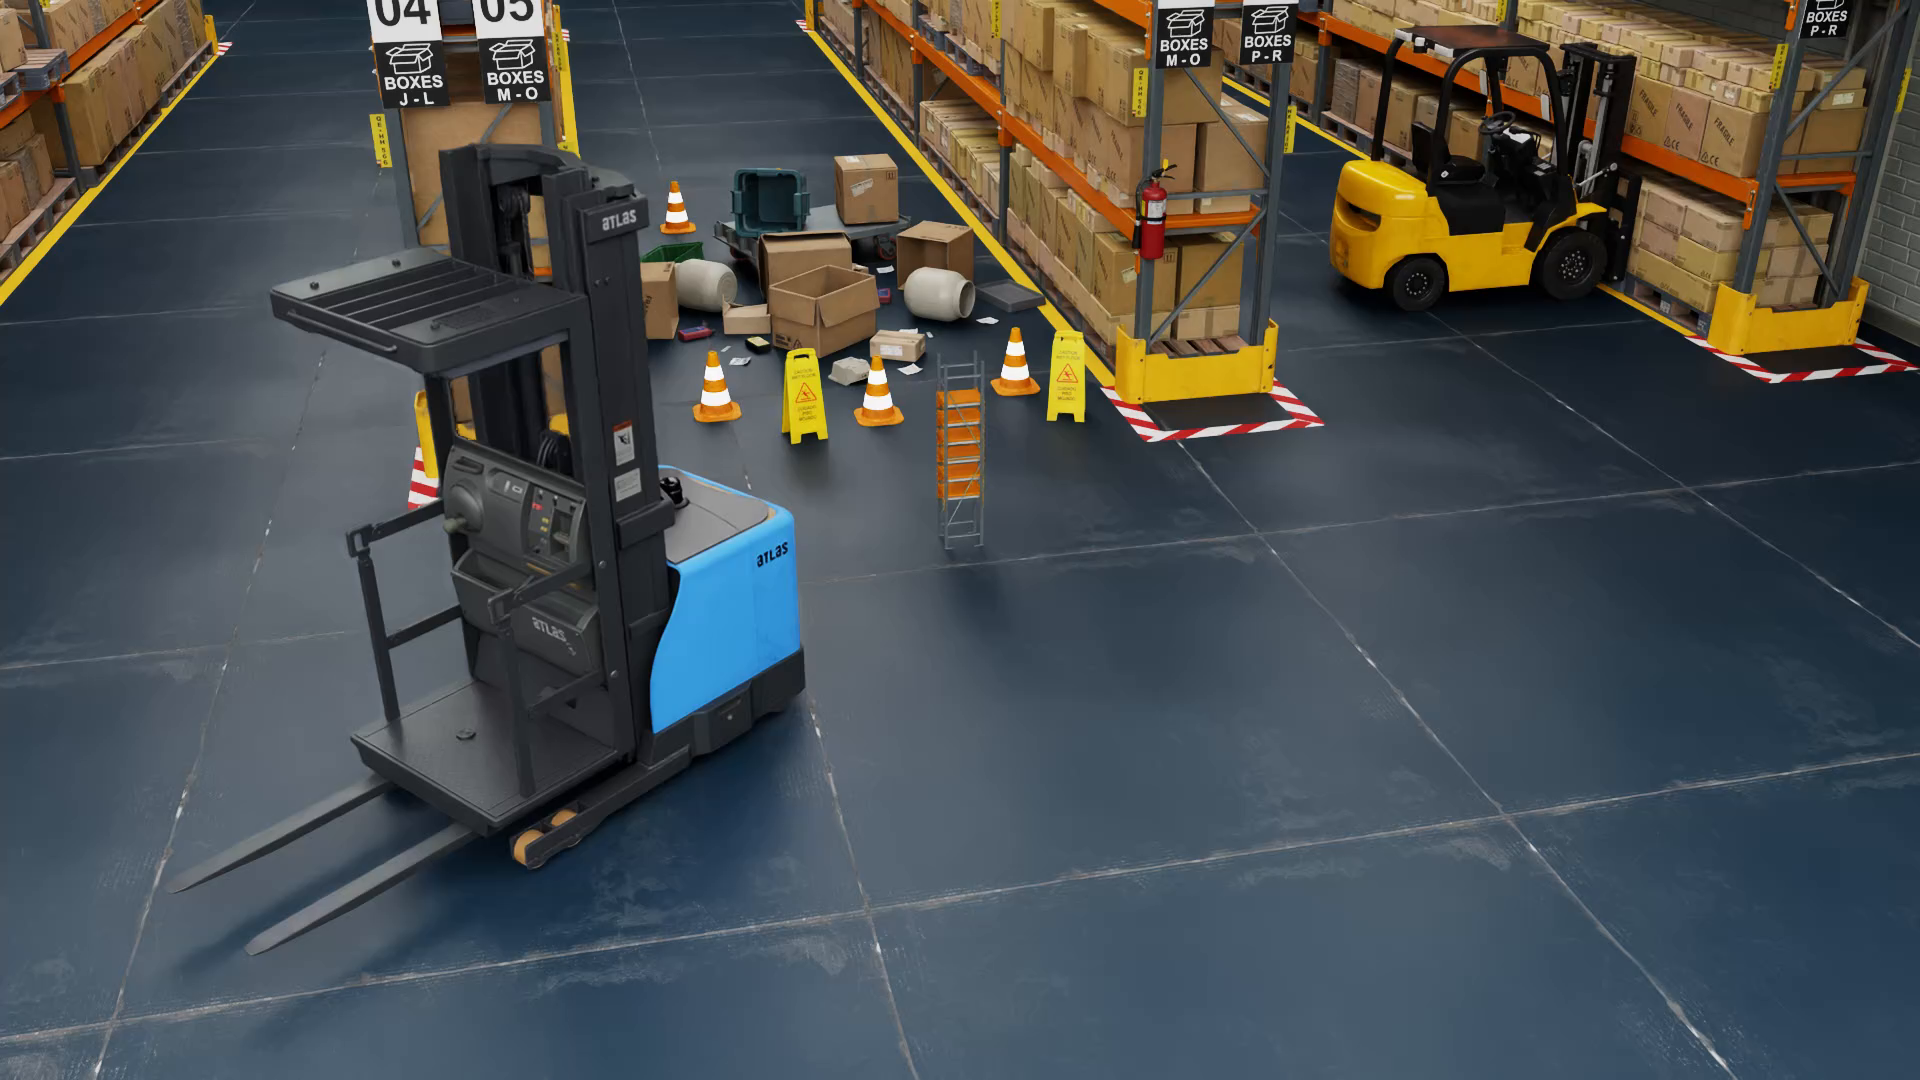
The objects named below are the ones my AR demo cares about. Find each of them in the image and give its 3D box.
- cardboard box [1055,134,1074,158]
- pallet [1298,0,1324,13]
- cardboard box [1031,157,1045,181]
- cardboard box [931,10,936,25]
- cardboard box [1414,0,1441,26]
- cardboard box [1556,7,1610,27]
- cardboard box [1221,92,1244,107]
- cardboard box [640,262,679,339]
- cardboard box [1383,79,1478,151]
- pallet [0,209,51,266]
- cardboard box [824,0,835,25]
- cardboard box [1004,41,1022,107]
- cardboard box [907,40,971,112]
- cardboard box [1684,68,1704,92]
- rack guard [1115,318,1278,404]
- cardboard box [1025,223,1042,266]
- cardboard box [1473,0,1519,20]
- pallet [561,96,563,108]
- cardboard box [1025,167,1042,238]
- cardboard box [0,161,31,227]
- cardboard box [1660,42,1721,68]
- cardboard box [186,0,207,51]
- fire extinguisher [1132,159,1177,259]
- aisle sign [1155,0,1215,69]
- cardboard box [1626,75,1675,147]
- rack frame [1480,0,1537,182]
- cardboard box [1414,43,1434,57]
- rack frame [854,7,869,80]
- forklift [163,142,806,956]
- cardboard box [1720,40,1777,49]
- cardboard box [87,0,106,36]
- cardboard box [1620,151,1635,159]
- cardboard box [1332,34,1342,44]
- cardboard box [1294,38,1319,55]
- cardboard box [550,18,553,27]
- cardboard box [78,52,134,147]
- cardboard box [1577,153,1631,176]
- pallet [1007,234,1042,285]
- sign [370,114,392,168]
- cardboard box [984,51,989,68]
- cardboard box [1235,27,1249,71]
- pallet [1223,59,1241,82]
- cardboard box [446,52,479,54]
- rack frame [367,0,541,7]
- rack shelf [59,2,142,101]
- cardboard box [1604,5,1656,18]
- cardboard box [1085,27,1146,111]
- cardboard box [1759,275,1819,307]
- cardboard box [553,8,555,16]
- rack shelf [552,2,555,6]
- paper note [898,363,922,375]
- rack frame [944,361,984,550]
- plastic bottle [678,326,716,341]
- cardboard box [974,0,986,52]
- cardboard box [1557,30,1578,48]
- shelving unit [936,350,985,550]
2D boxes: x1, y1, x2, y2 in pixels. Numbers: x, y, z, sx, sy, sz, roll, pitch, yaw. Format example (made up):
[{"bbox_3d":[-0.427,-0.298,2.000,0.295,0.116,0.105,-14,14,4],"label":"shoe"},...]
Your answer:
[{"bbox_3d":[0.991,-3.236,13.612,0.380,0.149,0.250,-6,27,-12],"label":"cardboard box"},{"bbox_3d":[4.582,-6.656,20.321,1.213,0.211,1.003,-6,27,-12],"label":"pallet"},{"bbox_3d":[0.827,-3.201,14.297,0.380,0.149,0.250,-5,27,-10],"label":"cardboard box"},{"bbox_3d":[-0.092,-5.607,17.843,0.380,0.149,0.250,-8,28,-15],"label":"cardboard box"},{"bbox_3d":[5.113,-5.491,17.412,0.500,0.250,0.500,-5,27,-11],"label":"cardboard box"},{"bbox_3d":[5.701,-4.776,15.222,0.380,0.149,0.250,-6,27,-13],"label":"cardboard box"},{"bbox_3d":[1.815,-3.074,12.571,0.500,0.500,0.500,-5,27,-10],"label":"cardboard box"},{"bbox_3d":[-2.581,-1.951,13.557,0.500,0.500,0.500,-1,27,-3],"label":"cardboard box"},{"bbox_3d":[5.237,-4.722,18.446,0.875,0.625,0.625,-7,28,-14],"label":"cardboard box"},{"bbox_3d":[-9.241,-2.817,15.596,1.003,0.211,1.213,-6,27,-12],"label":"pallet"},{"bbox_3d":[-1.588,-8.222,25.588,0.875,0.438,0.875,-7,28,-13],"label":"cardboard box"},{"bbox_3d":[0.697,-4.146,14.693,0.500,0.500,0.500,-6,27,-12],"label":"cardboard box"},{"bbox_3d":[-0.107,-5.496,19.702,0.875,0.875,0.875,-6,27,-12],"label":"cardboard box"},{"bbox_3d":[6.125,-3.737,13.493,0.380,0.149,0.250,-6,27,-12],"label":"cardboard box"},{"bbox_3d":[1.754,-1.351,12.372,1.175,0.500,0.348,-6,27,-12],"label":"rack guard"},{"bbox_3d":[0.871,-2.630,14.717,0.500,0.250,0.500,-4,27,-9],"label":"cardboard box"},{"bbox_3d":[5.336,-5.268,16.528,0.380,0.149,0.250,-6,27,-12],"label":"cardboard box"},{"bbox_3d":[-5.556,-5.568,21.047,1.003,0.211,1.213,-6,27,-12],"label":"pallet"},{"bbox_3d":[0.872,-2.964,14.547,0.500,0.500,0.500,-5,27,-10],"label":"cardboard box"},{"bbox_3d":[-9.244,-3.237,15.621,0.700,0.500,0.500,-4,27,-7],"label":"cardboard box"},{"bbox_3d":[5.999,-3.979,13.644,0.380,0.149,0.250,-5,27,-10],"label":"cardboard box"},{"bbox_3d":[-11.268,-7.417,23.509,0.875,0.875,0.875,-6,27,-12],"label":"cardboard box"},{"bbox_3d":[1.348,-2.302,11.568,0.296,0.674,0.183,-6,27,-12],"label":"fire extinguisher"},{"bbox_3d":[1.503,-3.538,11.045,0.394,0.787,0.004,-6,27,-12],"label":"aisle sign"},{"bbox_3d":[6.016,-3.627,13.996,0.500,0.500,0.500,-6,27,-13],"label":"cardboard box"},{"bbox_3d":[5.705,-4.695,16.224,1.000,3.000,0.127,-6,27,-12],"label":"rack frame"},{"bbox_3d":[5.136,-5.264,17.517,0.500,0.250,0.500,-6,27,-11],"label":"cardboard box"},{"bbox_3d":[-0.933,-7.702,22.180,1.000,3.000,0.127,-6,27,-12],"label":"rack frame"},{"bbox_3d":[-2.106,-0.107,7.210,1.130,2.935,3.031,20,33,34],"label":"forklift"},{"bbox_3d":[6.514,-4.032,13.747,0.380,0.149,0.250,-5,27,-10],"label":"cardboard box"},{"bbox_3d":[-9.879,-5.895,18.490,0.500,0.500,0.500,-6,27,-11],"label":"cardboard box"},{"bbox_3d":[6.234,-3.461,15.254,0.500,0.250,0.500,-6,27,-11],"label":"cardboard box"},{"bbox_3d":[4.822,-6.293,20.978,0.380,0.149,0.250,-6,27,-11],"label":"cardboard box"},{"bbox_3d":[4.354,-6.120,20.635,0.380,0.149,0.250,-7,28,-14],"label":"cardboard box"},{"bbox_3d":[-4.245,-4.834,16.388,0.500,0.500,0.500,-6,27,-12],"label":"cardboard box"},{"bbox_3d":[-10.015,-4.875,18.472,1.225,0.875,0.875,-6,27,-11],"label":"cardboard box"},{"bbox_3d":[5.737,-3.415,15.162,0.500,0.250,0.500,-5,27,-10],"label":"cardboard box"},{"bbox_3d":[1.055,-2.654,15.273,1.003,0.211,1.213,-6,27,-12],"label":"pallet"},{"bbox_3d":[-3.561,-2.460,10.247,0.100,0.325,0.005,-6,27,-12],"label":"sign"},{"bbox_3d":[0.443,-4.580,15.809,0.380,0.149,0.250,-7,28,-13],"label":"cardboard box"},{"bbox_3d":[4.030,-6.591,22.288,0.500,0.500,0.500,-7,28,-13],"label":"cardboard box"},{"bbox_3d":[4.122,-6.609,23.110,1.003,0.211,1.213,-6,27,-12],"label":"pallet"},{"bbox_3d":[-3.529,-3.314,12.121,0.875,0.550,0.500,-6,27,-12],"label":"cardboard box"},{"bbox_3d":[-3.029,-4.565,9.307,1.000,3.000,0.127,-6,27,-12],"label":"rack frame"},{"bbox_3d":[-10.138,-5.496,18.609,1.077,0.370,4.000,-6,27,-12],"label":"rack shelf"},{"bbox_3d":[6.160,-4.824,15.317,0.380,0.149,0.250,-6,27,-12],"label":"cardboard box"},{"bbox_3d":[1.337,-3.482,12.270,0.700,0.500,0.500,-6,27,-11],"label":"cardboard box"},{"bbox_3d":[6.686,-2.135,13.736,0.500,0.250,0.500,-6,27,-11],"label":"cardboard box"},{"bbox_3d":[-6.086,-7.667,24.150,0.380,0.149,0.250,-7,28,-13],"label":"cardboard box"},{"bbox_3d":[-6.184,-7.711,22.998,1.077,0.370,4.000,-6,27,-12],"label":"rack shelf"},{"bbox_3d":[-0.381,-1.321,12.833,0.148,0.019,0.142,-16,31,-29],"label":"paper note"},{"bbox_3d":[0.024,-0.489,9.887,0.240,1.200,0.006,-6,27,-12],"label":"rack frame"},{"bbox_3d":[-2.138,-1.685,13.520,0.283,0.061,0.133,-16,31,-29],"label":"plastic bottle"},{"bbox_3d":[0.429,-4.952,15.824,0.500,0.500,0.500,-6,27,-11],"label":"cardboard box"},{"bbox_3d":[5.649,-4.522,15.049,0.380,0.149,0.250,-5,27,-10],"label":"cardboard box"},{"bbox_3d":[0.003,-0.529,9.967,0.258,1.200,0.189,-6,27,-12],"label":"shelving unit"}]
